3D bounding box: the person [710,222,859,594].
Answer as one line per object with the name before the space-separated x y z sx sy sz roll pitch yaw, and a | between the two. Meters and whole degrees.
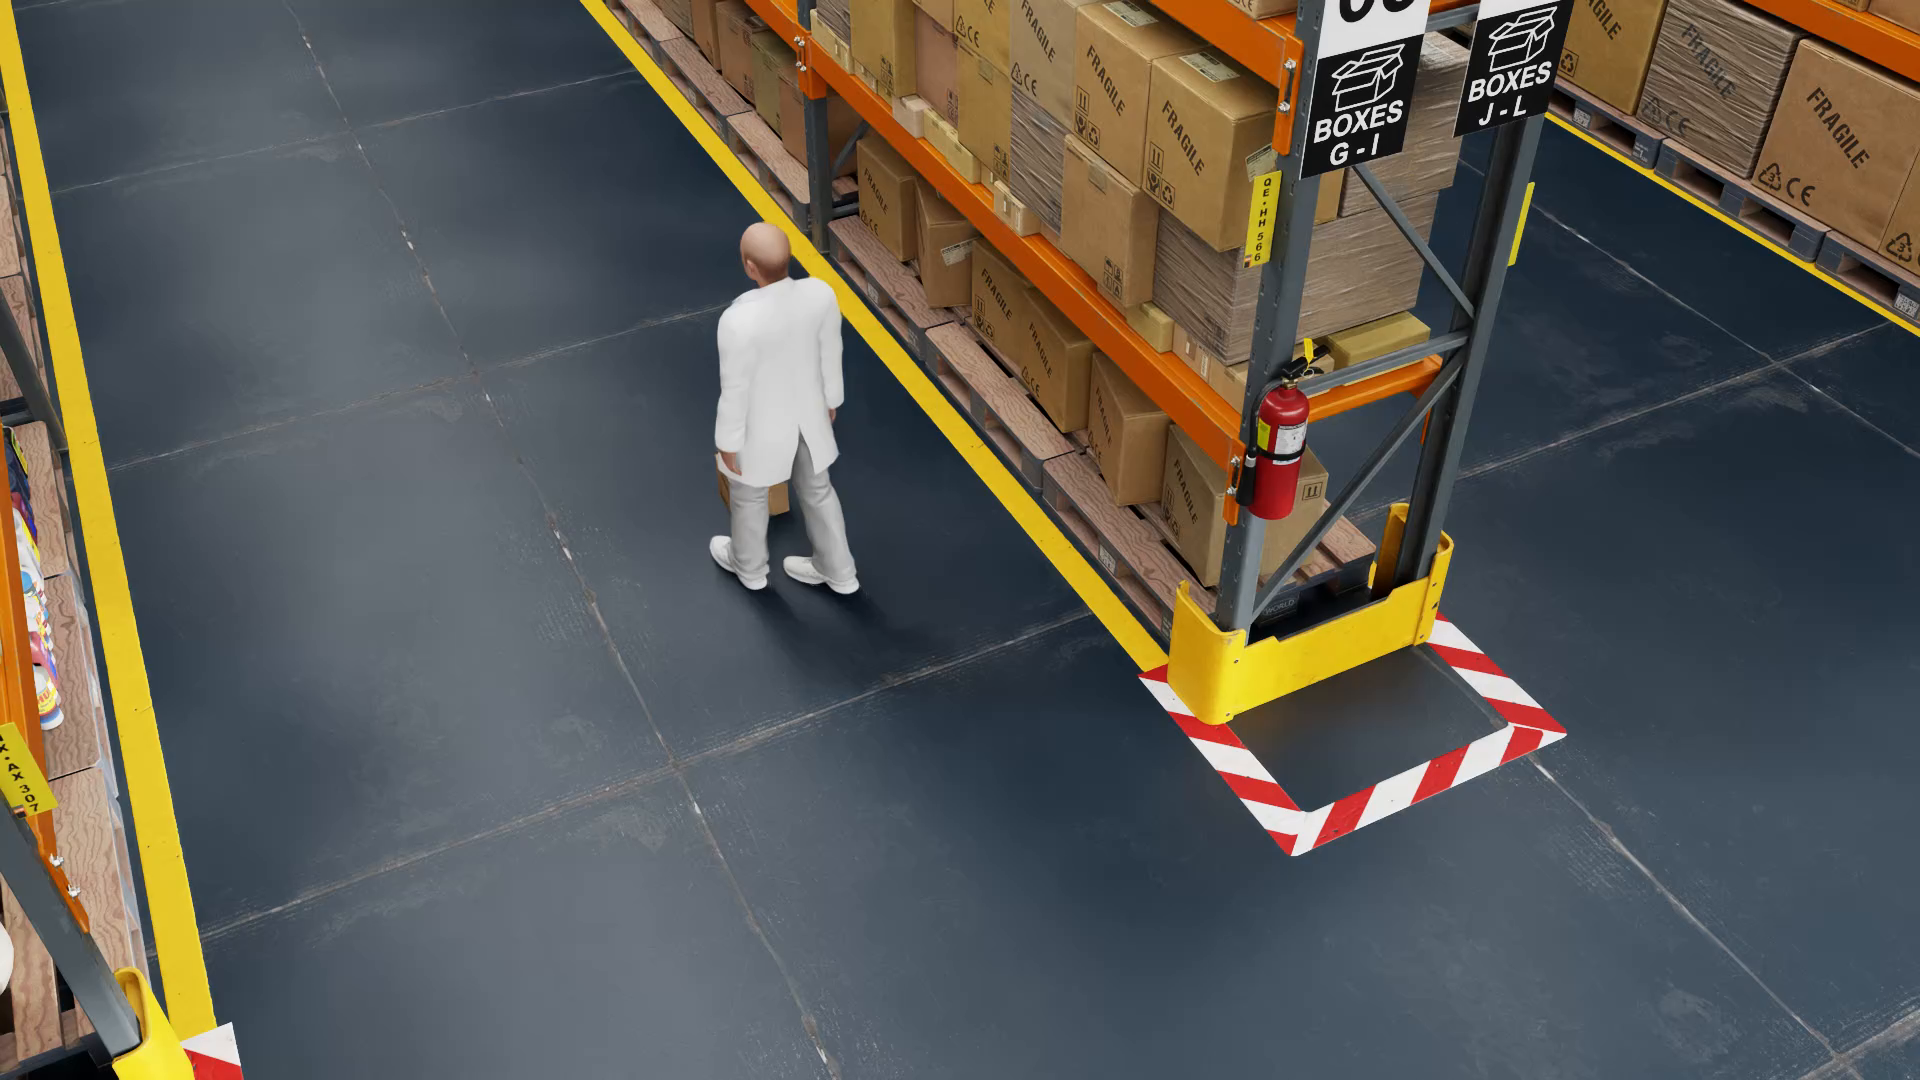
person | -0.792 -0.527 6.775 0.608 1.778 0.663 -28 48 -29
